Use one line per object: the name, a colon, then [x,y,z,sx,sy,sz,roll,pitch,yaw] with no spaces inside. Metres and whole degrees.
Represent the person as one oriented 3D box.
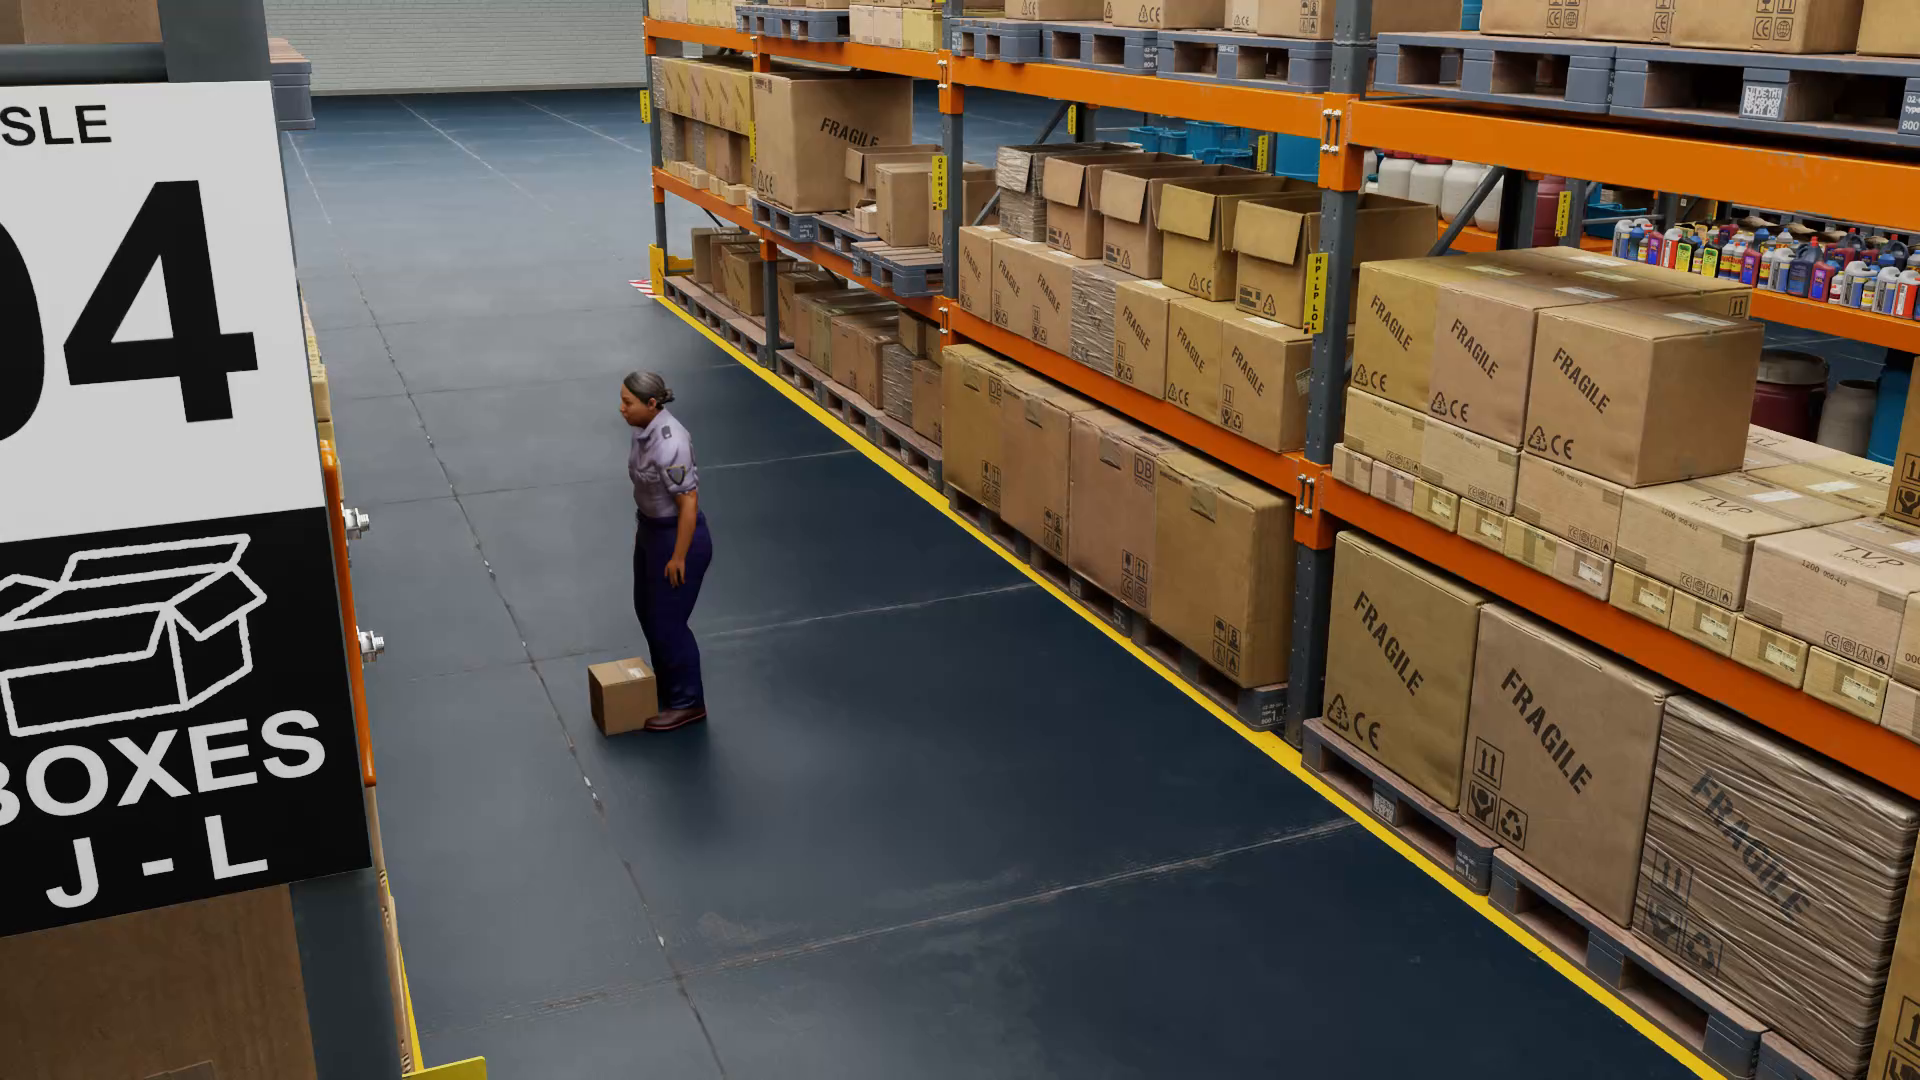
person: [-1.341,0.021,7.517,0.363,1.650,0.553,-9,21,-25]
